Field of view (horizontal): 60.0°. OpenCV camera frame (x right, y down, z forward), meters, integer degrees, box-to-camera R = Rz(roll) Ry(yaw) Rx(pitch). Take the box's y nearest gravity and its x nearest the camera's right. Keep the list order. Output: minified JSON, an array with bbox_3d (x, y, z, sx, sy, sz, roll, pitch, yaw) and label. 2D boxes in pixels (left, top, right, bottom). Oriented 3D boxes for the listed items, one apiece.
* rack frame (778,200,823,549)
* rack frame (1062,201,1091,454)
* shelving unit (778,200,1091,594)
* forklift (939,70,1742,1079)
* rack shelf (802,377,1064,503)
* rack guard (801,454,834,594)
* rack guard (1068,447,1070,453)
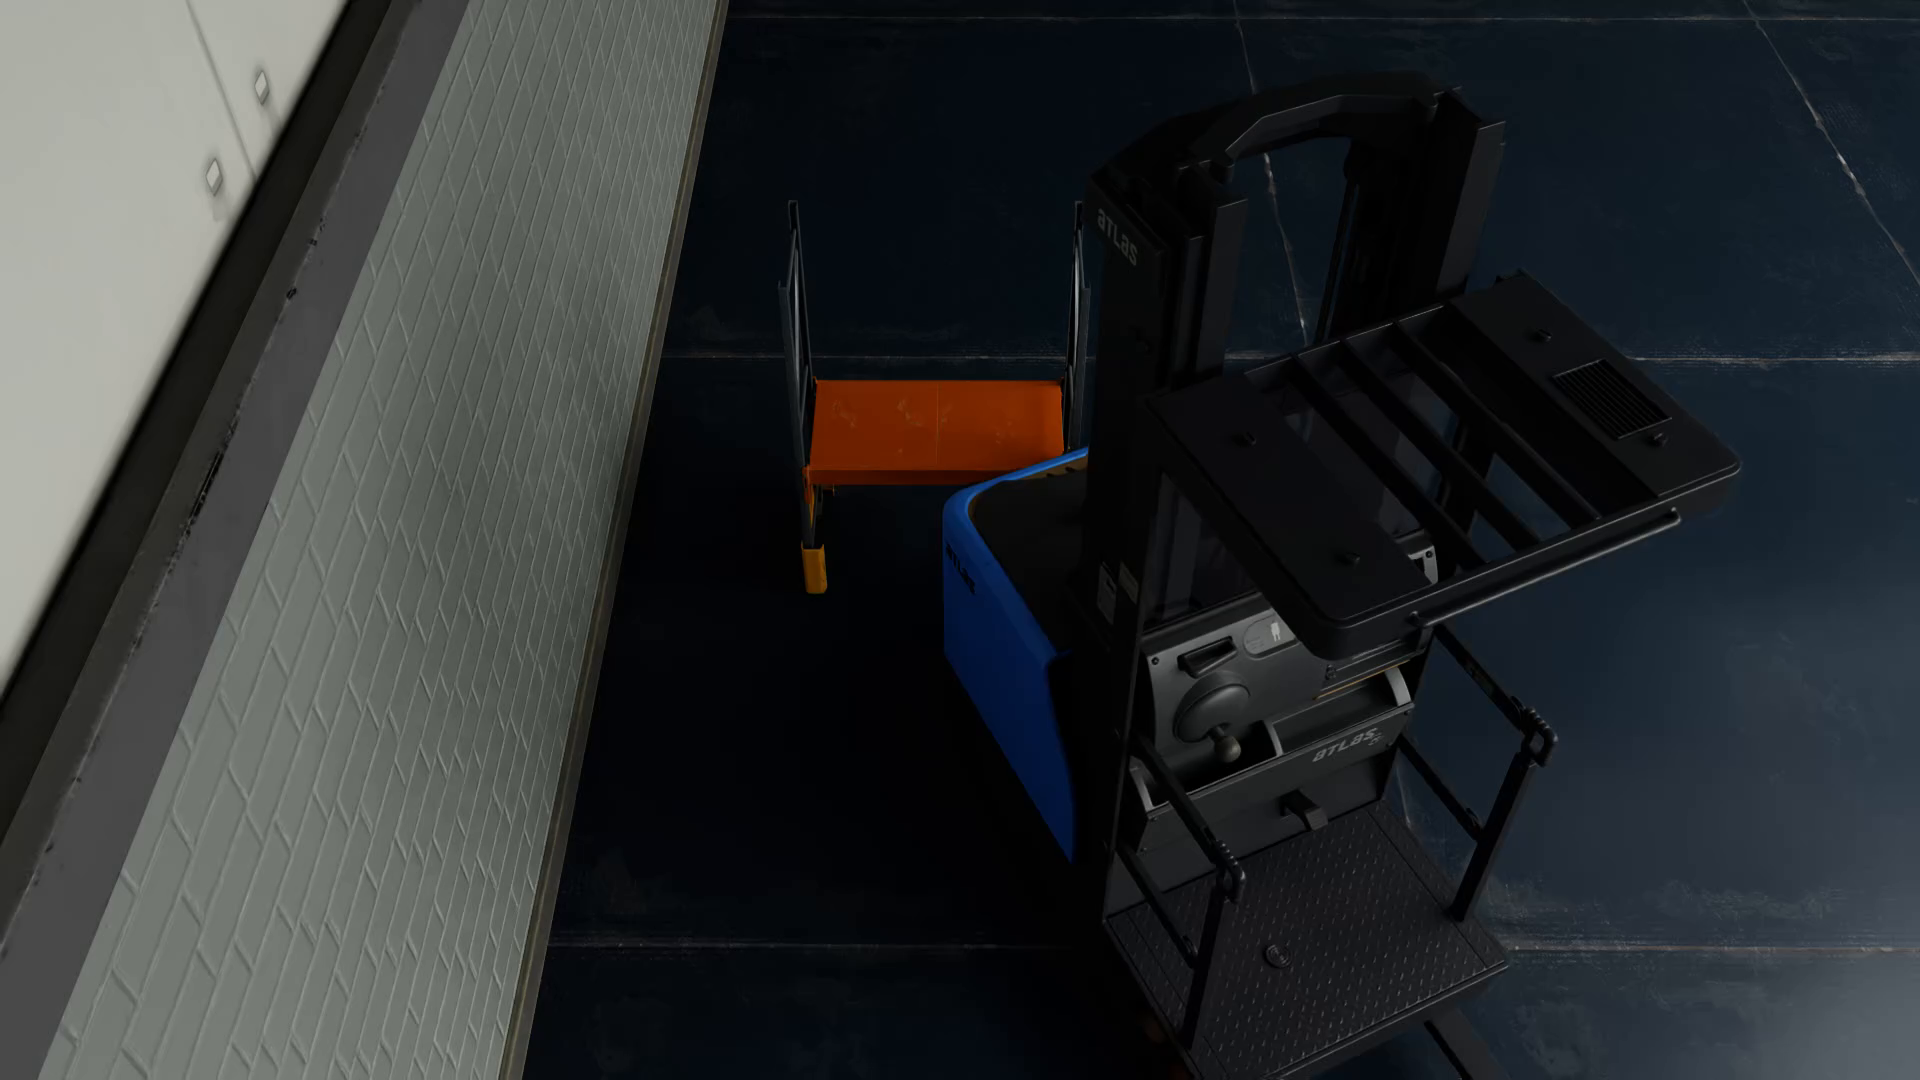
[{"bbox_3d":[-0.594,-0.513,6.283,0.032,1.500,0.500,0,47,0],"label":"rack frame"},{"bbox_3d":[0.423,-0.510,6.281,0.032,1.500,0.500,0,47,0],"label":"rack frame"},{"bbox_3d":[-0.076,-0.511,6.282,1.083,1.500,0.587,0,47,0],"label":"shelving unit"},{"bbox_3d":[1.017,0.407,4.450,1.130,2.935,3.031,-19,50,-17],"label":"forklift"},{"bbox_3d":[-0.085,-0.389,6.414,1.000,0.185,0.538,0,47,0],"label":"rack shelf"},{"bbox_3d":[-0.574,-0.087,6.741,0.087,0.250,0.587,0,47,0],"label":"rack guard"},{"bbox_3d":[0.422,-0.084,6.738,0.087,0.250,0.587,0,47,0],"label":"rack guard"}]
